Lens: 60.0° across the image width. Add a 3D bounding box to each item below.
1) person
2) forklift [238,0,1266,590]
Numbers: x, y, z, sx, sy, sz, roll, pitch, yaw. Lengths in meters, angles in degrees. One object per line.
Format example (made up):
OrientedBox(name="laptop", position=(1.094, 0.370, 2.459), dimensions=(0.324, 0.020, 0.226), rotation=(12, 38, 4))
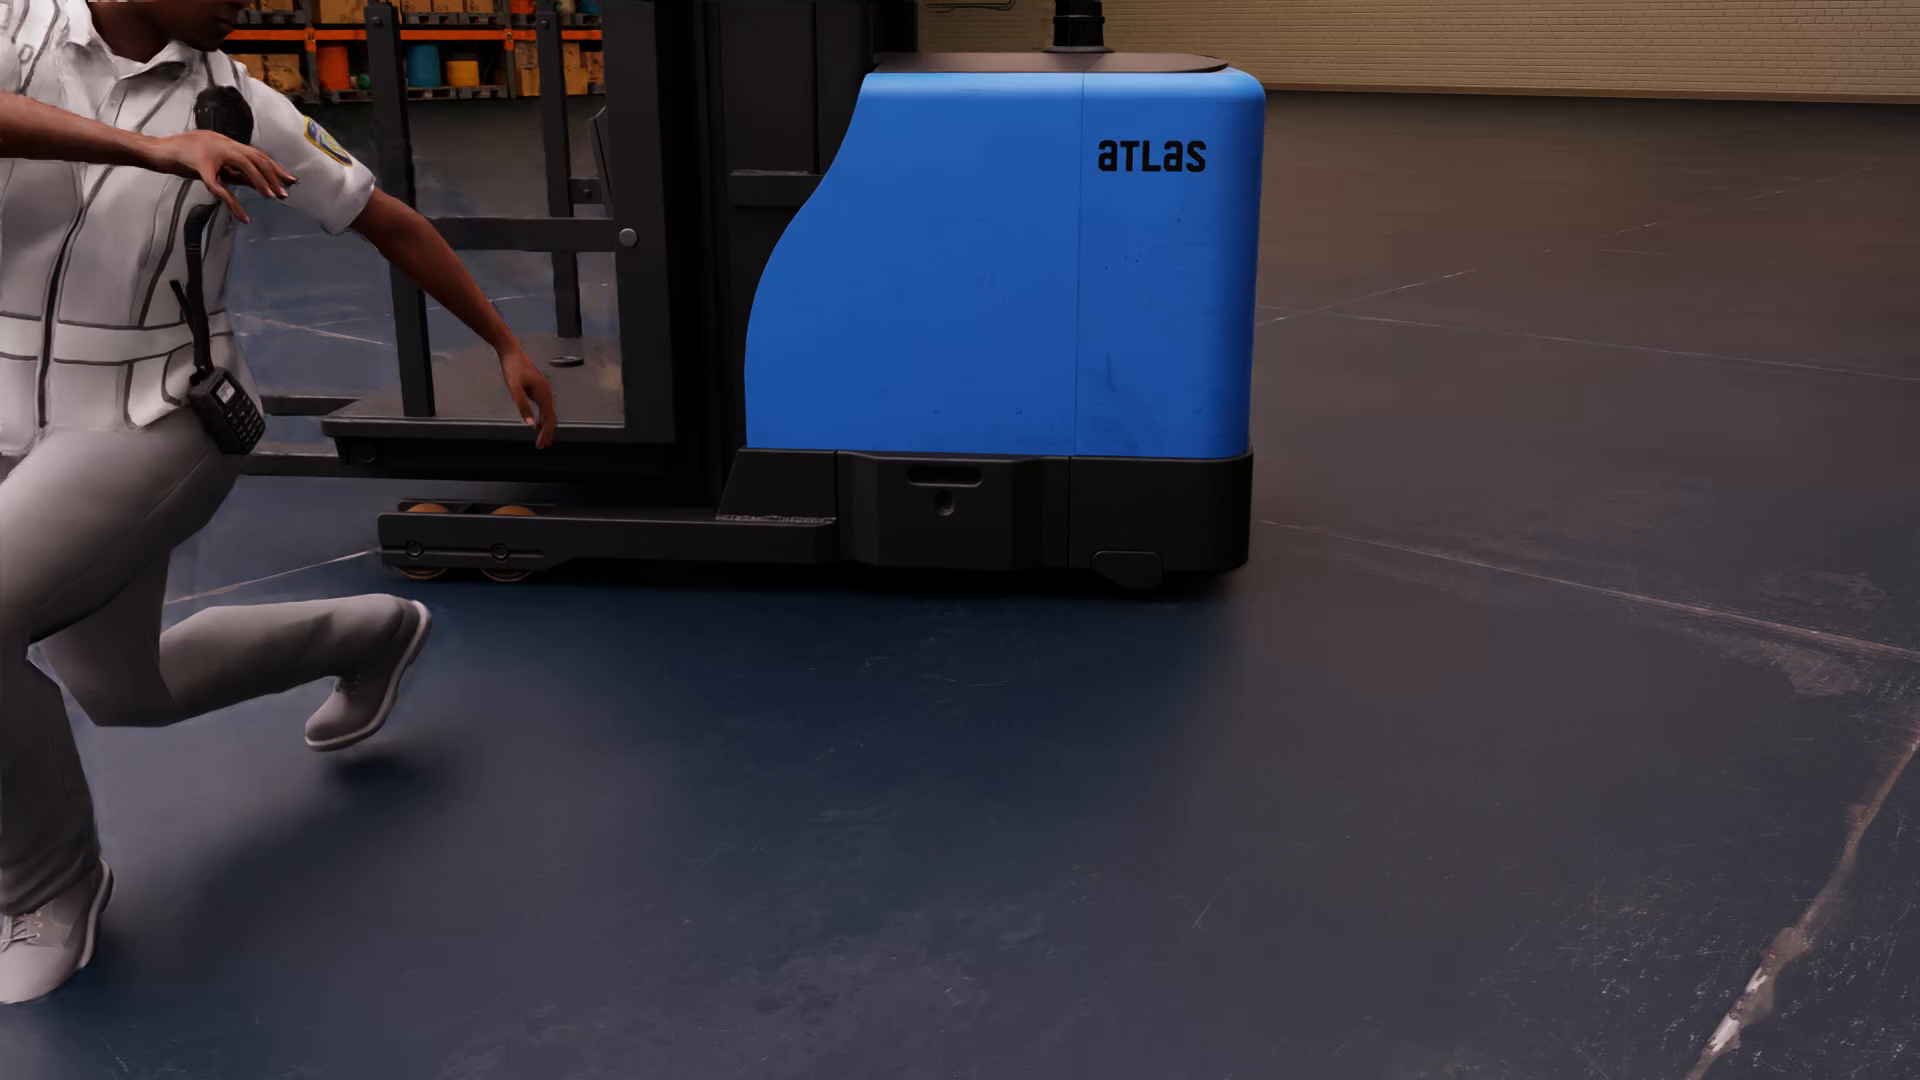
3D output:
OrientedBox(name="person", position=(-0.997, -0.185, 2.255), dimensions=(0.695, 1.439, 0.917), rotation=(2, 17, 8))
OrientedBox(name="forklift", position=(-0.848, -1.459, 3.704), dimensions=(3.031, 2.935, 1.130), rotation=(2, 17, 6))
